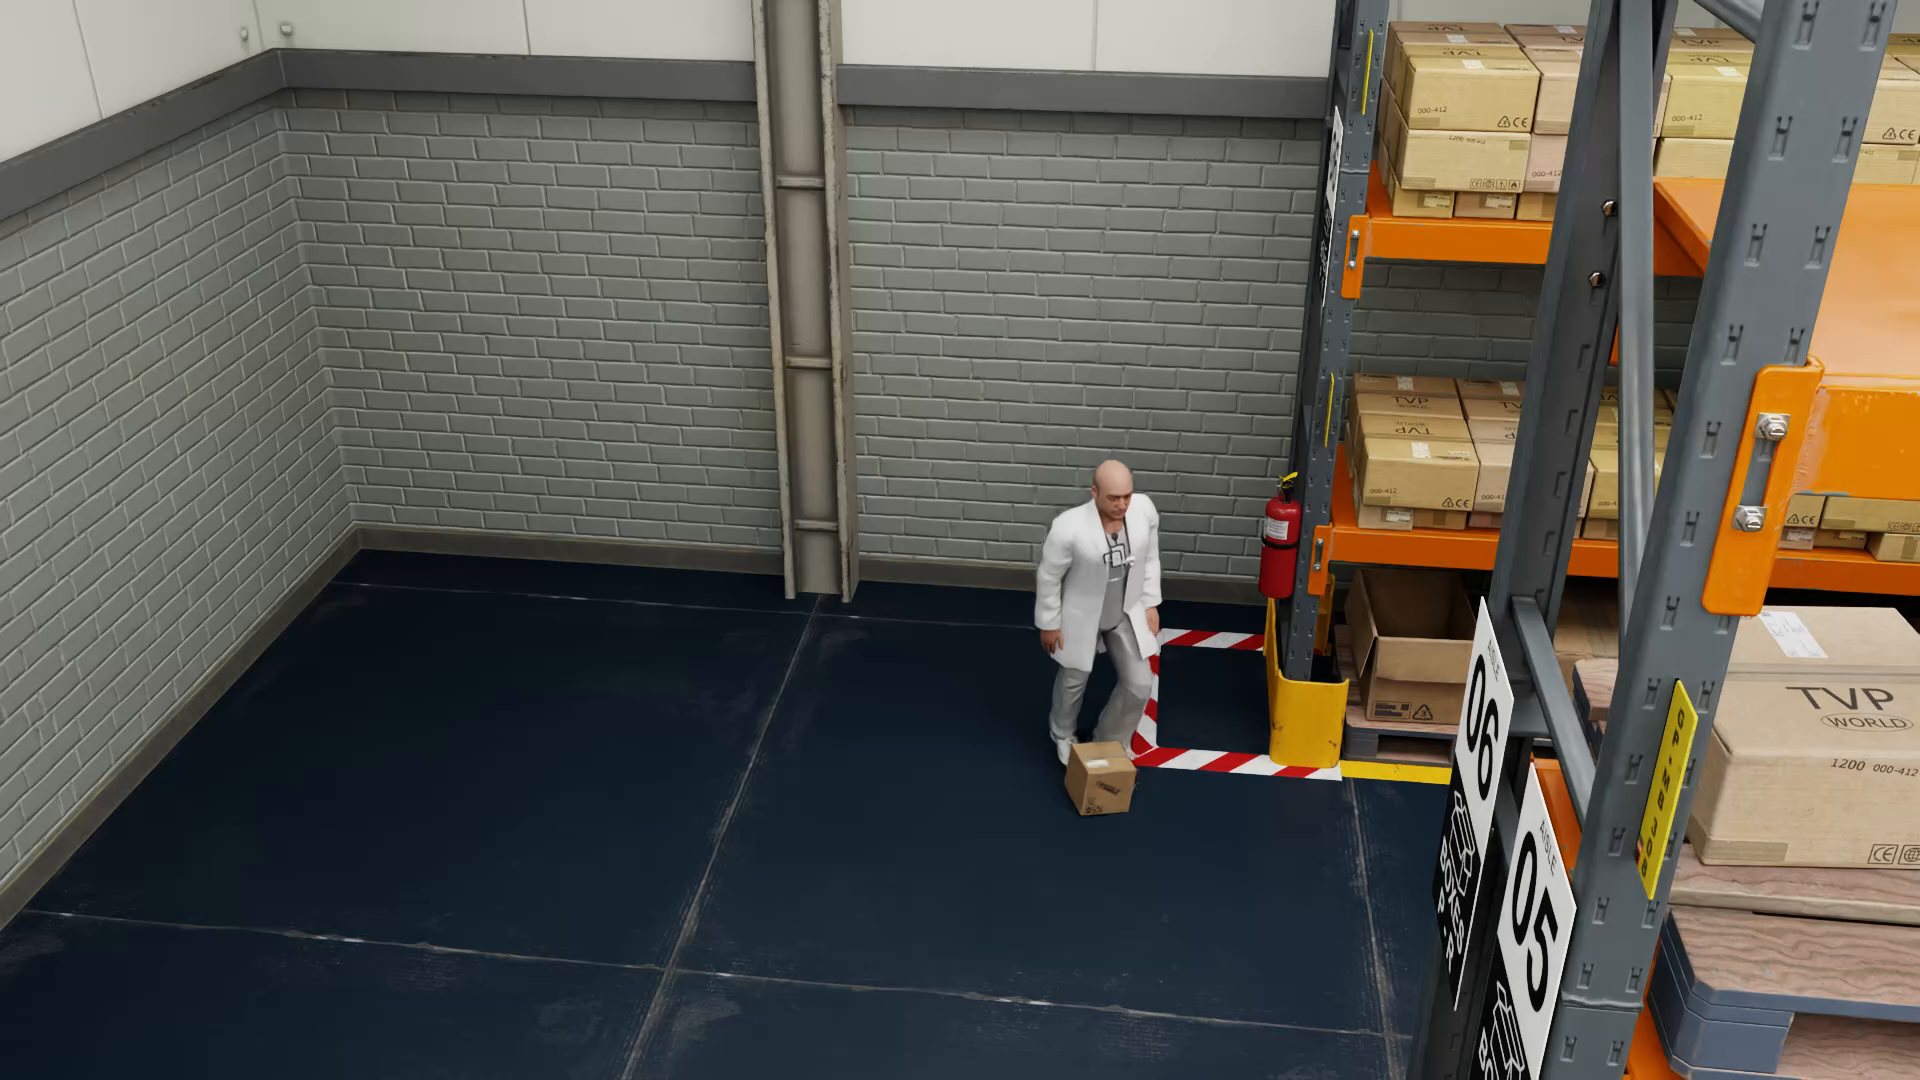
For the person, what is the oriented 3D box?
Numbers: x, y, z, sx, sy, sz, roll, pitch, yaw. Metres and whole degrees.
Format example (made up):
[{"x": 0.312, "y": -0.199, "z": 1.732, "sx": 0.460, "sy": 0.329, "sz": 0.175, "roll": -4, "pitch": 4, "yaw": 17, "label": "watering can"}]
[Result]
[{"x": 0.643, "y": 0.353, "z": 7.974, "sx": 0.634, "sy": 1.772, "sz": 0.606, "roll": -9, "pitch": 29, "yaw": -16, "label": "person"}]
